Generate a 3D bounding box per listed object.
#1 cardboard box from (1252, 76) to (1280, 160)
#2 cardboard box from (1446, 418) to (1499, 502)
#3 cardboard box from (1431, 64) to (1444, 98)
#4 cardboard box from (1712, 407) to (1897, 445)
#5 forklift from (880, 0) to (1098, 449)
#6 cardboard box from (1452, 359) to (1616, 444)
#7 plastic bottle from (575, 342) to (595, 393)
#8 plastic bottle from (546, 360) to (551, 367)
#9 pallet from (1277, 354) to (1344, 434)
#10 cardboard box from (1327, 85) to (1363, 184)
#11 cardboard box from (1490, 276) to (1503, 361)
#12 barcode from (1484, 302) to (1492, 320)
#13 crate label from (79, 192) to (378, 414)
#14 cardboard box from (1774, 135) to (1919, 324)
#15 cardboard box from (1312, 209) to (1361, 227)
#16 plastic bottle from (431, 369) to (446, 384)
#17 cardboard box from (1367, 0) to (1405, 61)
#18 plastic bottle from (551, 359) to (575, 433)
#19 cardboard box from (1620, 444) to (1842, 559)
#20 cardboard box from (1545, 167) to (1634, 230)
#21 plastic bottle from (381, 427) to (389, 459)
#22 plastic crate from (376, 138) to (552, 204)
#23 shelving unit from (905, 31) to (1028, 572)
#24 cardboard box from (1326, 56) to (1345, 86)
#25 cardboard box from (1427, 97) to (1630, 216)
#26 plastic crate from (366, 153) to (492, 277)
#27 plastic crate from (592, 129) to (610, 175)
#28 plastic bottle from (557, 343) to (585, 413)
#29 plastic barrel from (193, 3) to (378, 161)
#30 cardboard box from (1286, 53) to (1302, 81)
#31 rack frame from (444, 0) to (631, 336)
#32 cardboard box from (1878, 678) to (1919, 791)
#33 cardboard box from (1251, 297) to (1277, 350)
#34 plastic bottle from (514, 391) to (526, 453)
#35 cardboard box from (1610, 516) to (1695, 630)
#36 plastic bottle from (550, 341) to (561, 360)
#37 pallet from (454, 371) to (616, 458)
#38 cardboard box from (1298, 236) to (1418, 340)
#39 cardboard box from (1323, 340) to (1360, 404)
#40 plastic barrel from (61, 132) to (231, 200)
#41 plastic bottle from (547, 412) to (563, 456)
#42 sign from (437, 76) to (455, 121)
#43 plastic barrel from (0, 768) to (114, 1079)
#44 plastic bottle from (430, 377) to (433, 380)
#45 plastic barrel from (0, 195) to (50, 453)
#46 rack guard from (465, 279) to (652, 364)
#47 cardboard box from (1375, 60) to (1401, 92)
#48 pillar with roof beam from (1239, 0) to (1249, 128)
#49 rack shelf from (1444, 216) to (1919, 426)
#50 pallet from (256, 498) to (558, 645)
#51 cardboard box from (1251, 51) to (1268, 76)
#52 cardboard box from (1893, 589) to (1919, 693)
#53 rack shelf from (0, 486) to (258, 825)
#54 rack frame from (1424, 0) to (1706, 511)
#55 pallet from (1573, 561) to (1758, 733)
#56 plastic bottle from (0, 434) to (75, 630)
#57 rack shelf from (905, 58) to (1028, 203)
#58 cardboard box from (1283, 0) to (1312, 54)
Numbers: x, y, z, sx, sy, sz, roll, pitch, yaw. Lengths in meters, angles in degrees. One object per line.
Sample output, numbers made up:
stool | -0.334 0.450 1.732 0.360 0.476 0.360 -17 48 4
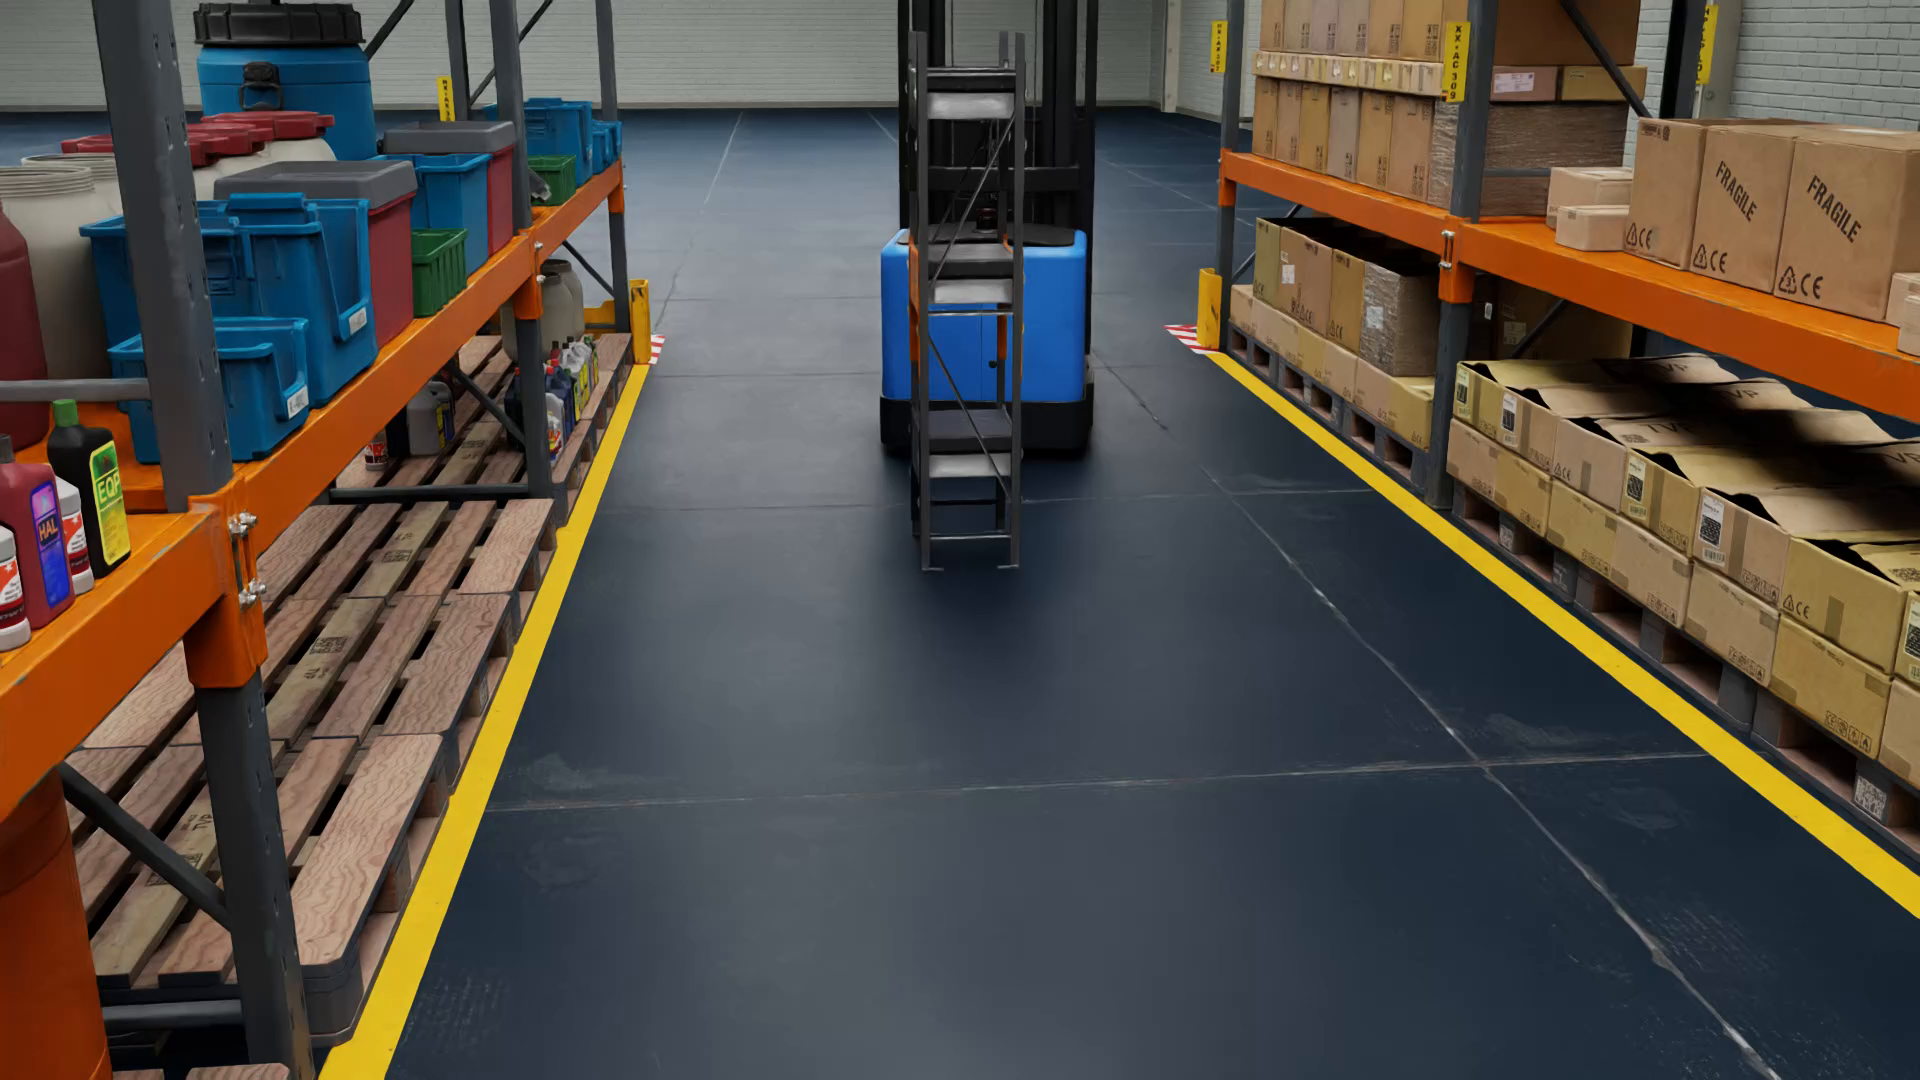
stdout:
cardboard box | 2.279 -2.697 10.594 0.700 0.500 0.500 -2 18 -6
cardboard box | 2.451 -0.358 7.199 0.500 0.250 0.500 -2 18 -7
cardboard box | 2.391 -2.103 7.617 0.380 0.149 0.250 -2 18 -7
cardboard box | 3.092 -0.338 6.199 0.500 0.311 0.500 -2 18 -6
forklift | 0.226 -2.253 9.459 1.130 2.935 3.031 1 17 4
cardboard box | 2.451 -0.623 7.106 0.500 0.311 0.500 -2 18 -5
plastic bottle | -2.060 -0.938 8.970 0.152 0.276 0.135 -2 18 -5
plastic bottle | -2.167 -0.852 8.820 0.097 0.201 0.097 0 17 0
pallet | 2.487 -0.870 9.594 1.003 0.211 1.213 -2 18 -6
cardboard box | 2.441 -2.236 9.125 0.700 0.500 0.500 -1 17 -4
cardboard box | 2.860 -1.140 8.439 0.500 0.500 0.500 -2 18 -6
barcode | 2.268 -0.984 7.139 0.001 0.075 0.075 -2 18 -6
crate label | -1.692 -0.575 3.942 0.502 0.435 0.616 -2 18 -6
cardboard box | 2.879 -0.953 5.037 0.500 0.500 0.500 -3 18 -9
cardboard box | 2.595 -1.885 10.811 0.500 0.500 0.500 -2 18 -6
plastic bottle | -2.578 -0.707 8.221 0.061 0.283 0.133 -2 18 -6
cardboard box | 2.500 -2.696 8.423 0.700 0.500 0.500 -2 18 -6
plastic bottle | -1.961 -0.701 8.091 0.144 0.351 0.185 -3 18 -8
cardboard box | 2.611 -0.165 5.647 0.500 0.311 0.500 -1 17 -4
cardboard box | 2.750 -1.381 6.817 0.500 0.250 0.500 -1 17 -2
plastic bottle | -2.649 -0.493 7.539 0.061 0.283 0.133 -1 17 -3
plastic crate | -2.199 -1.576 7.292 0.767 0.338 0.504 -2 18 -6
shelving unit | 0.017 -0.952 6.705 0.431 2.100 0.503 -2 18 -6
cardboard box | 2.227 -2.565 9.089 0.380 0.149 0.250 -2 18 -5
cardboard box | 2.604 -1.777 7.663 0.700 0.500 0.500 -2 18 -7
plastic crate | -1.848 -1.119 5.760 0.392 0.384 0.575 -2 18 -6
plastic crate | -2.273 -2.233 9.530 0.499 0.251 0.408 -2 18 -6
plastic bottle | -2.005 -0.828 8.494 0.144 0.351 0.185 -2 18 -6
plastic barrel | -2.533 -1.560 6.302 0.600 0.901 0.708 -2 18 -6
cardboard box | 2.148 -2.795 9.821 0.380 0.149 0.250 -2 18 -6
rack frame | -2.684 -2.637 10.570 1.000 3.000 0.127 -2 18 -6
cardboard box | 2.772 0.557 4.286 0.500 0.250 0.500 -1 17 -4
cardboard box | 2.133 -1.362 10.398 0.500 0.250 0.500 -2 18 -6
plastic bottle | -2.035 -0.560 7.753 0.061 0.283 0.133 -2 18 -6
cardboard box | 2.610 0.100 5.740 0.500 0.250 0.500 -1 17 -5
plastic bottle | -2.165 -0.938 8.958 0.061 0.283 0.133 -2 18 -6
pallet | -2.428 -0.681 8.993 1.003 0.211 1.213 -2 18 -6
cardboard box | 2.230 -1.422 9.336 0.500 0.500 0.500 -2 18 -6
cardboard box | 2.283 -0.915 8.974 0.500 0.250 0.500 -2 18 -6
plastic barrel | -2.270 -0.871 4.717 0.433 0.535 0.433 0 17 0
plastic bottle | -1.889 -0.489 7.665 0.097 0.201 0.097 0 17 0
sign | -3.231 -2.754 10.478 0.100 0.325 0.005 -2 18 -6
plastic barrel | -1.791 0.726 2.777 0.600 0.830 0.708 -2 18 -6
plastic bottle | -2.690 -0.741 8.342 0.152 0.276 0.135 -1 17 -5
plastic barrel | -2.208 -0.448 3.368 0.600 0.536 0.708 -2 18 -6
rack guard | -2.629 -1.423 10.877 1.175 0.500 0.348 -2 18 -6
cardboard box | 2.312 -2.332 8.348 0.380 0.149 0.250 -2 18 -6
pillar with roof beam | 1.346 -12.641 32.419 9.100 9.000 0.400 -2 18 -6
rack shelf | 2.862 -0.658 5.467 1.077 0.370 4.000 -2 18 -6
pallet | -2.152 0.118 6.450 1.003 0.211 1.213 -2 18 -6
cardboard box | 2.070 -3.023 10.548 0.380 0.149 0.250 -2 18 -6
cardboard box | 2.770 0.290 4.199 0.500 0.311 0.500 -1 17 -4
rack shelf | -1.652 0.685 1.187 1.077 0.370 4.000 -2 18 -6
rack frame | 2.656 -1.597 7.258 1.000 3.000 0.127 -2 18 -6
pallet | 2.900 0.316 5.819 1.003 0.211 1.213 -2 18 -6
plastic bottle | -1.369 -0.022 2.434 0.061 0.283 0.133 -2 18 -6
rack shelf | 0.017 -1.607 6.500 0.431 0.518 0.480 -2 18 -6
cardboard box | 2.344 -3.144 9.851 0.700 0.500 0.500 -2 18 -7
